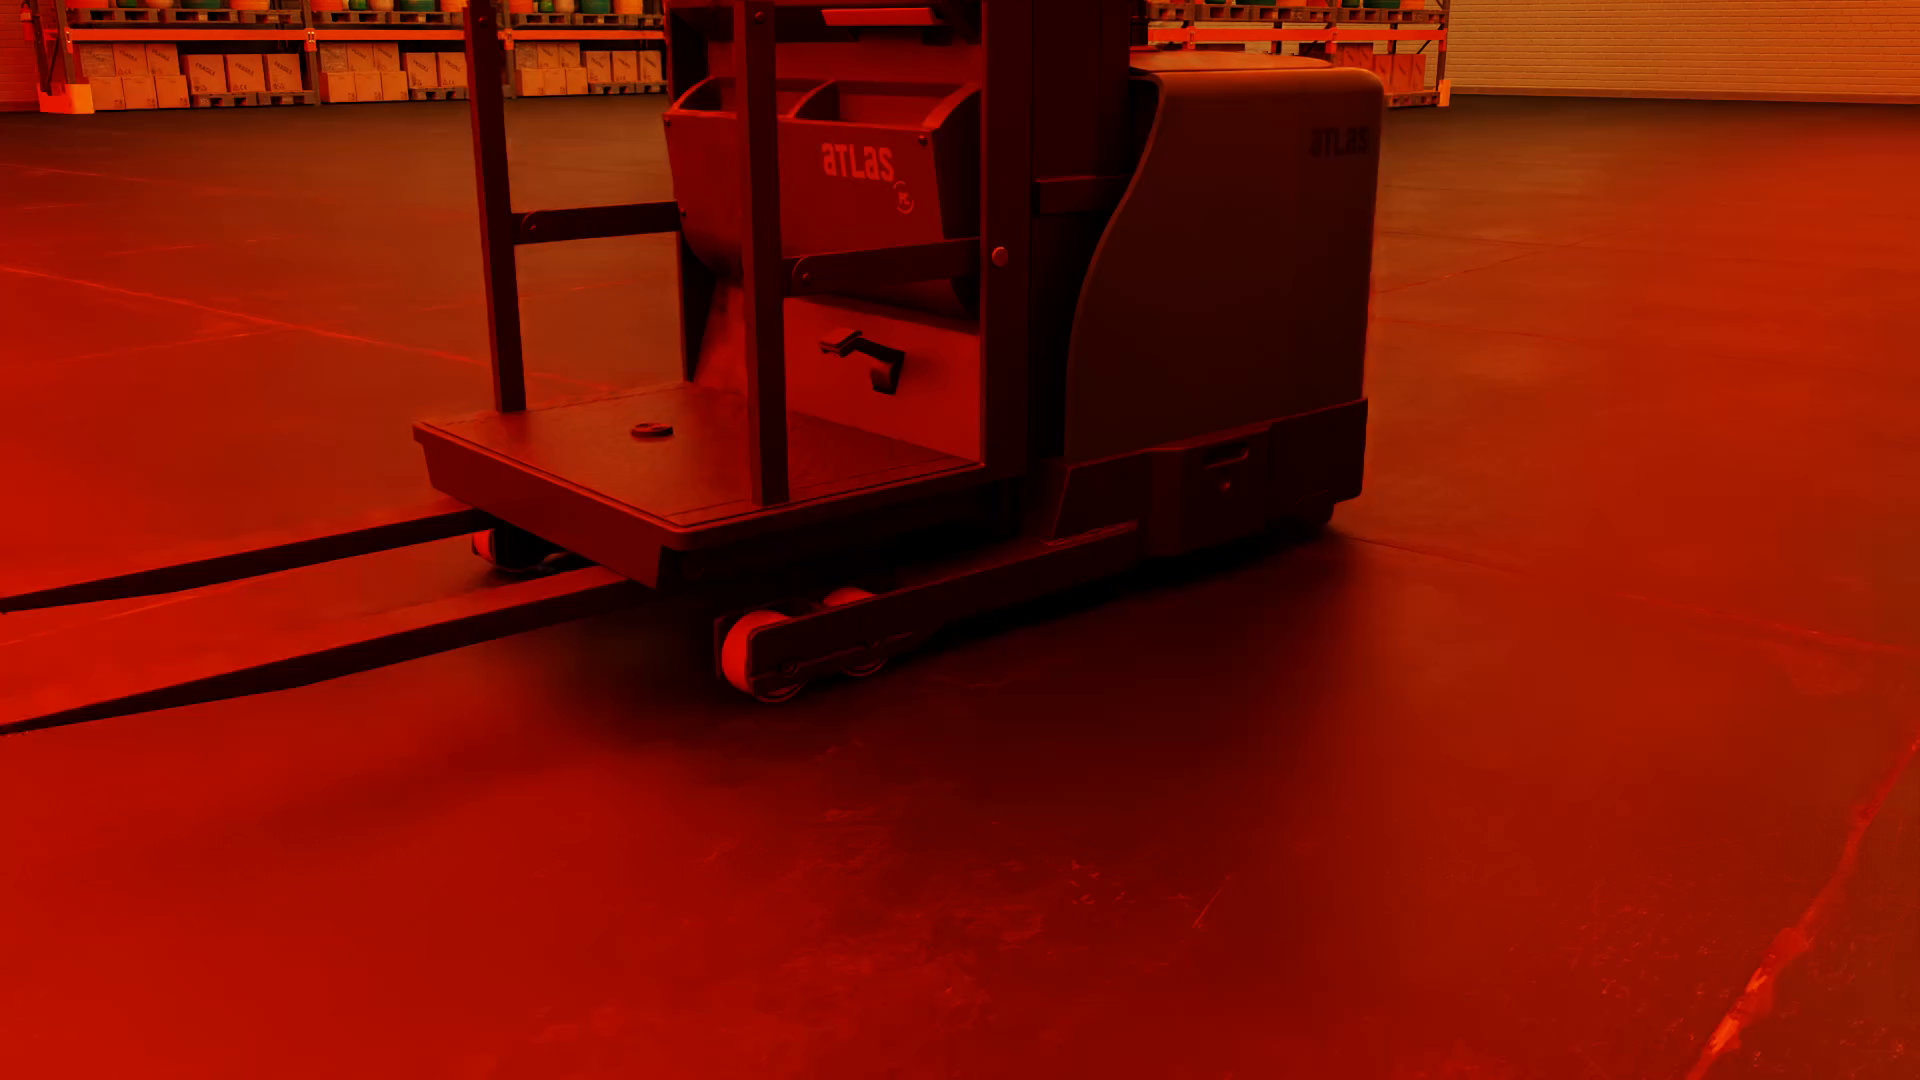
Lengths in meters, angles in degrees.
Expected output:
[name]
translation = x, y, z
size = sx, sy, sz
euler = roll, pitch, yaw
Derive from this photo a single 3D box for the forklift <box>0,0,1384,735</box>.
[forklift]
translation = -0.457, -1.281, 3.117
size = 3.031, 2.935, 1.130
euler = -14, 22, -39
